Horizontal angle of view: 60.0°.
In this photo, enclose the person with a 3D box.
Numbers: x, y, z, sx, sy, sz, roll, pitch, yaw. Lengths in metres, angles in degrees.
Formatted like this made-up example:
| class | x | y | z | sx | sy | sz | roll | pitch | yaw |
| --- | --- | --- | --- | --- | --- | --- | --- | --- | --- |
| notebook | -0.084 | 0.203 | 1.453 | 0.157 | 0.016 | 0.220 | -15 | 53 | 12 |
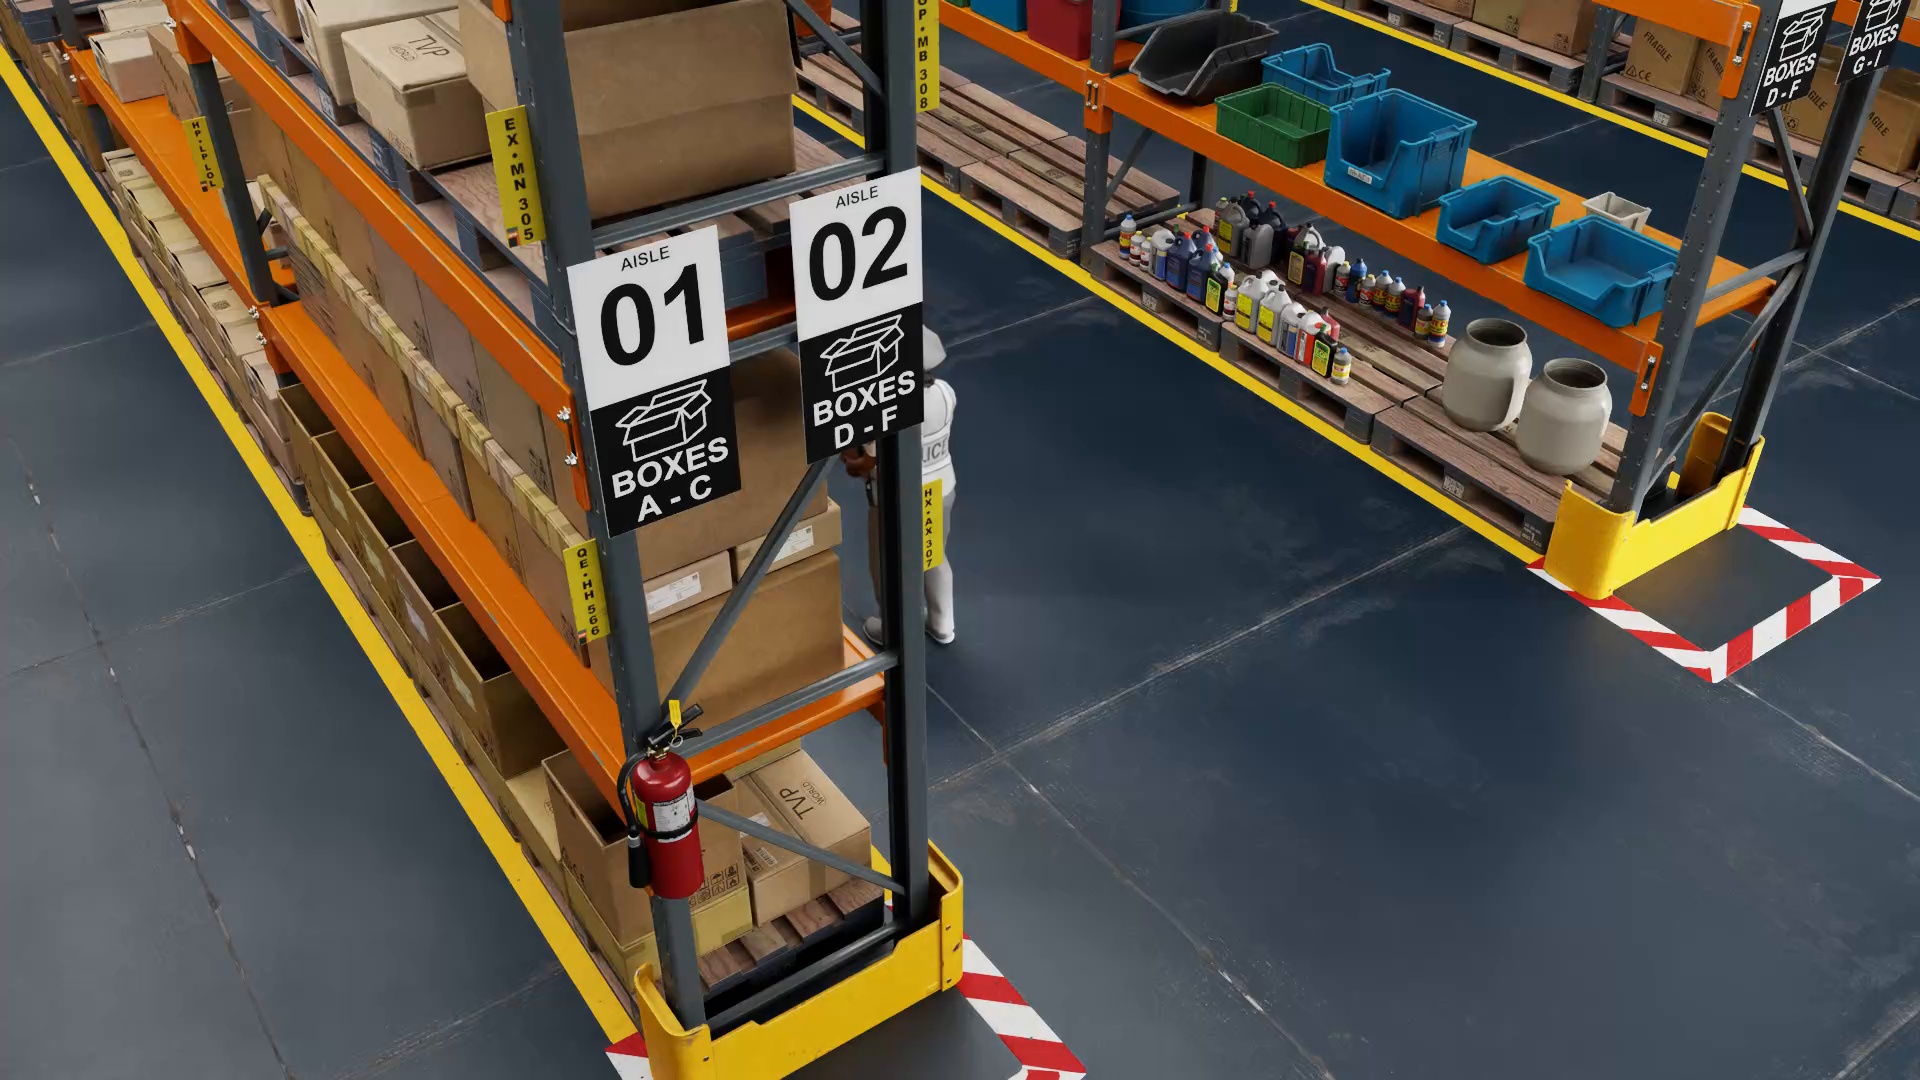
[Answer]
| class | x | y | z | sx | sy | sz | roll | pitch | yaw |
| --- | --- | --- | --- | --- | --- | --- | --- | --- | --- |
| person | -0.240 | -0.201 | 7.268 | 0.532 | 1.663 | 0.422 | -26 | 44 | -30 |
